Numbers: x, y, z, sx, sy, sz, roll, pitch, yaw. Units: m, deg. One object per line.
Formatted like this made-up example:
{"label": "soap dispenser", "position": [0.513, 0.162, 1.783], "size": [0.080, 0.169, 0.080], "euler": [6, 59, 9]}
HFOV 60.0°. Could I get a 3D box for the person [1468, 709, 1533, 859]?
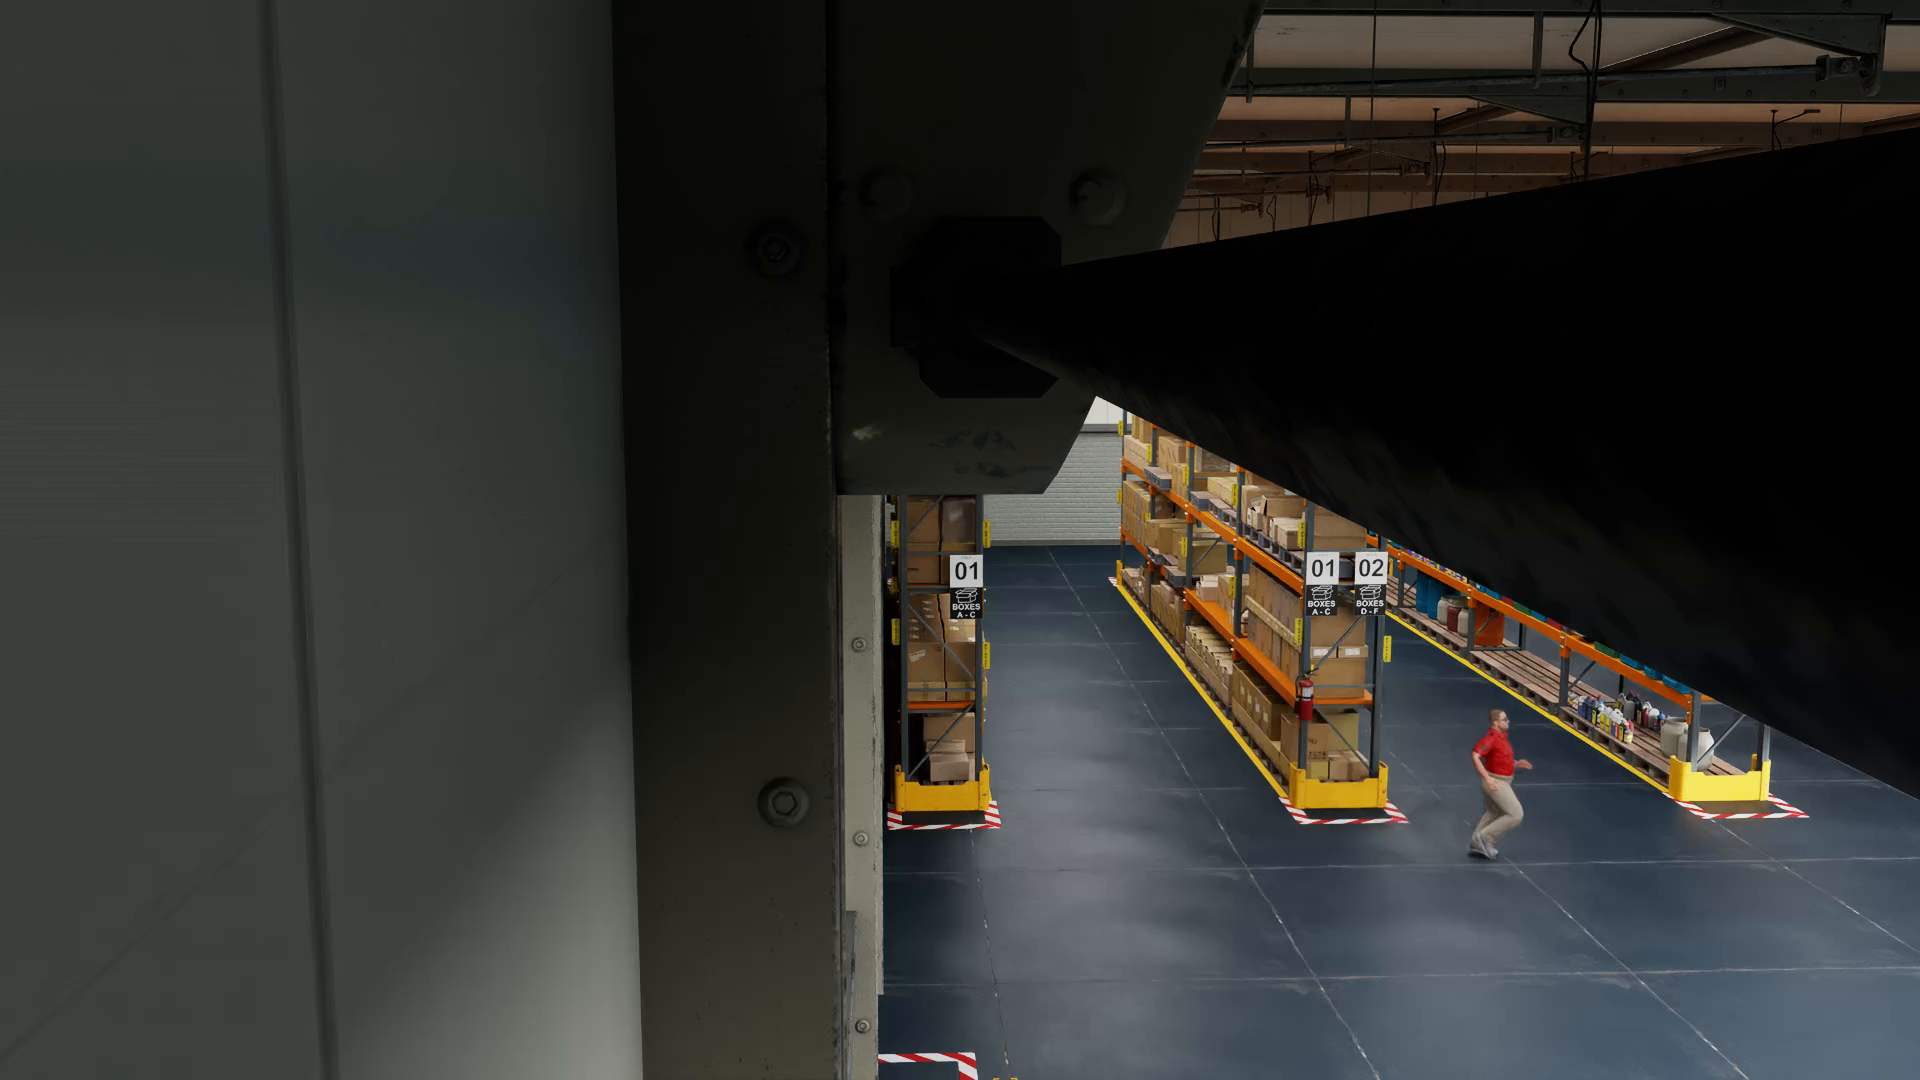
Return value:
{"label": "person", "position": [6.073, 2.743, 18.670], "size": [0.653, 1.692, 0.649], "euler": [3, 9, 21]}
